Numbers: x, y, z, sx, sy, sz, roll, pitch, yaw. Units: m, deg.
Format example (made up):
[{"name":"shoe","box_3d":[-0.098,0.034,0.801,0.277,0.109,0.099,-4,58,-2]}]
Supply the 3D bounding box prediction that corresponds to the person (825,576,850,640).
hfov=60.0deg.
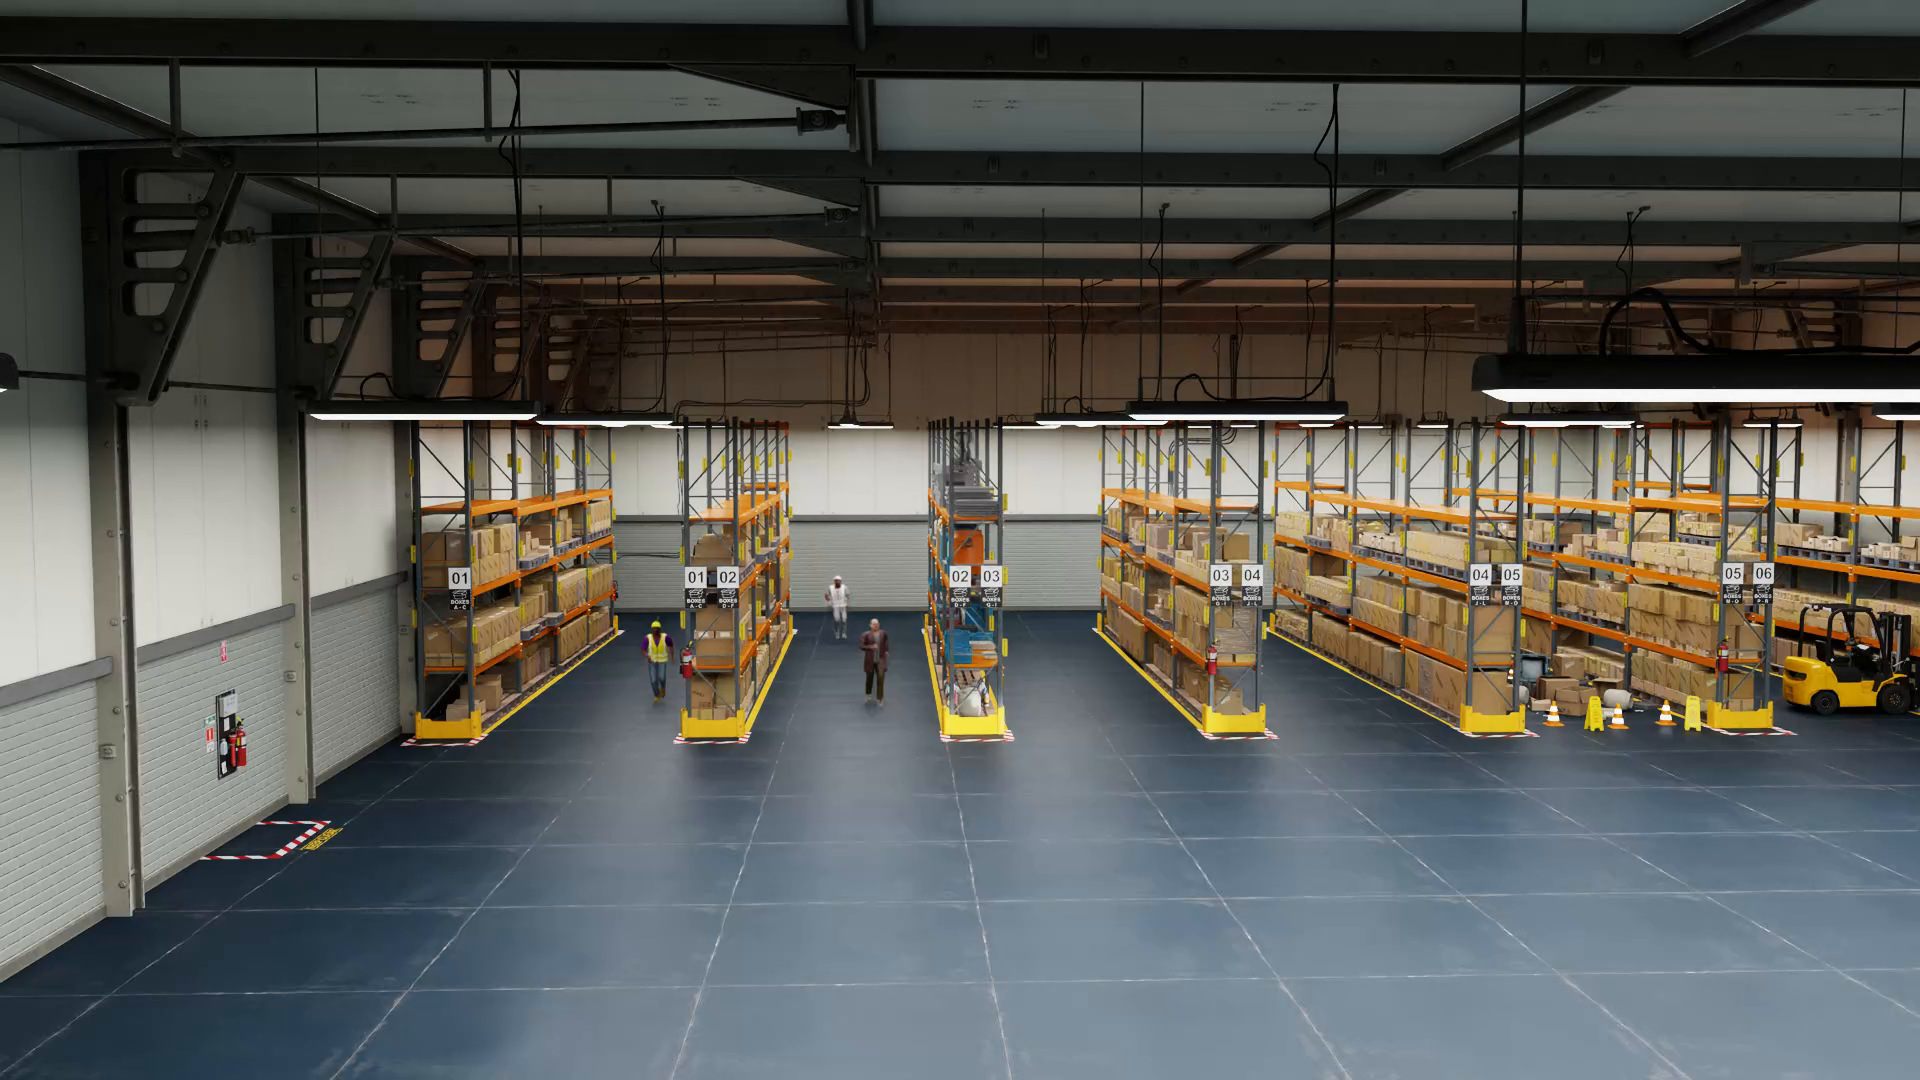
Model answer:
[{"name":"person","box_3d":[-3.348,1.877,45.764,0.664,1.799,0.643,-1,4,-14]}]

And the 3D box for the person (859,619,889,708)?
[{"name":"person","box_3d":[-1.797,2.546,34.762,0.680,1.822,0.976,-1,4,-13]}]

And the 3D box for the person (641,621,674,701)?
[{"name":"person","box_3d":[-6.377,2.572,35.083,0.688,1.712,0.639,-1,4,-9]}]
